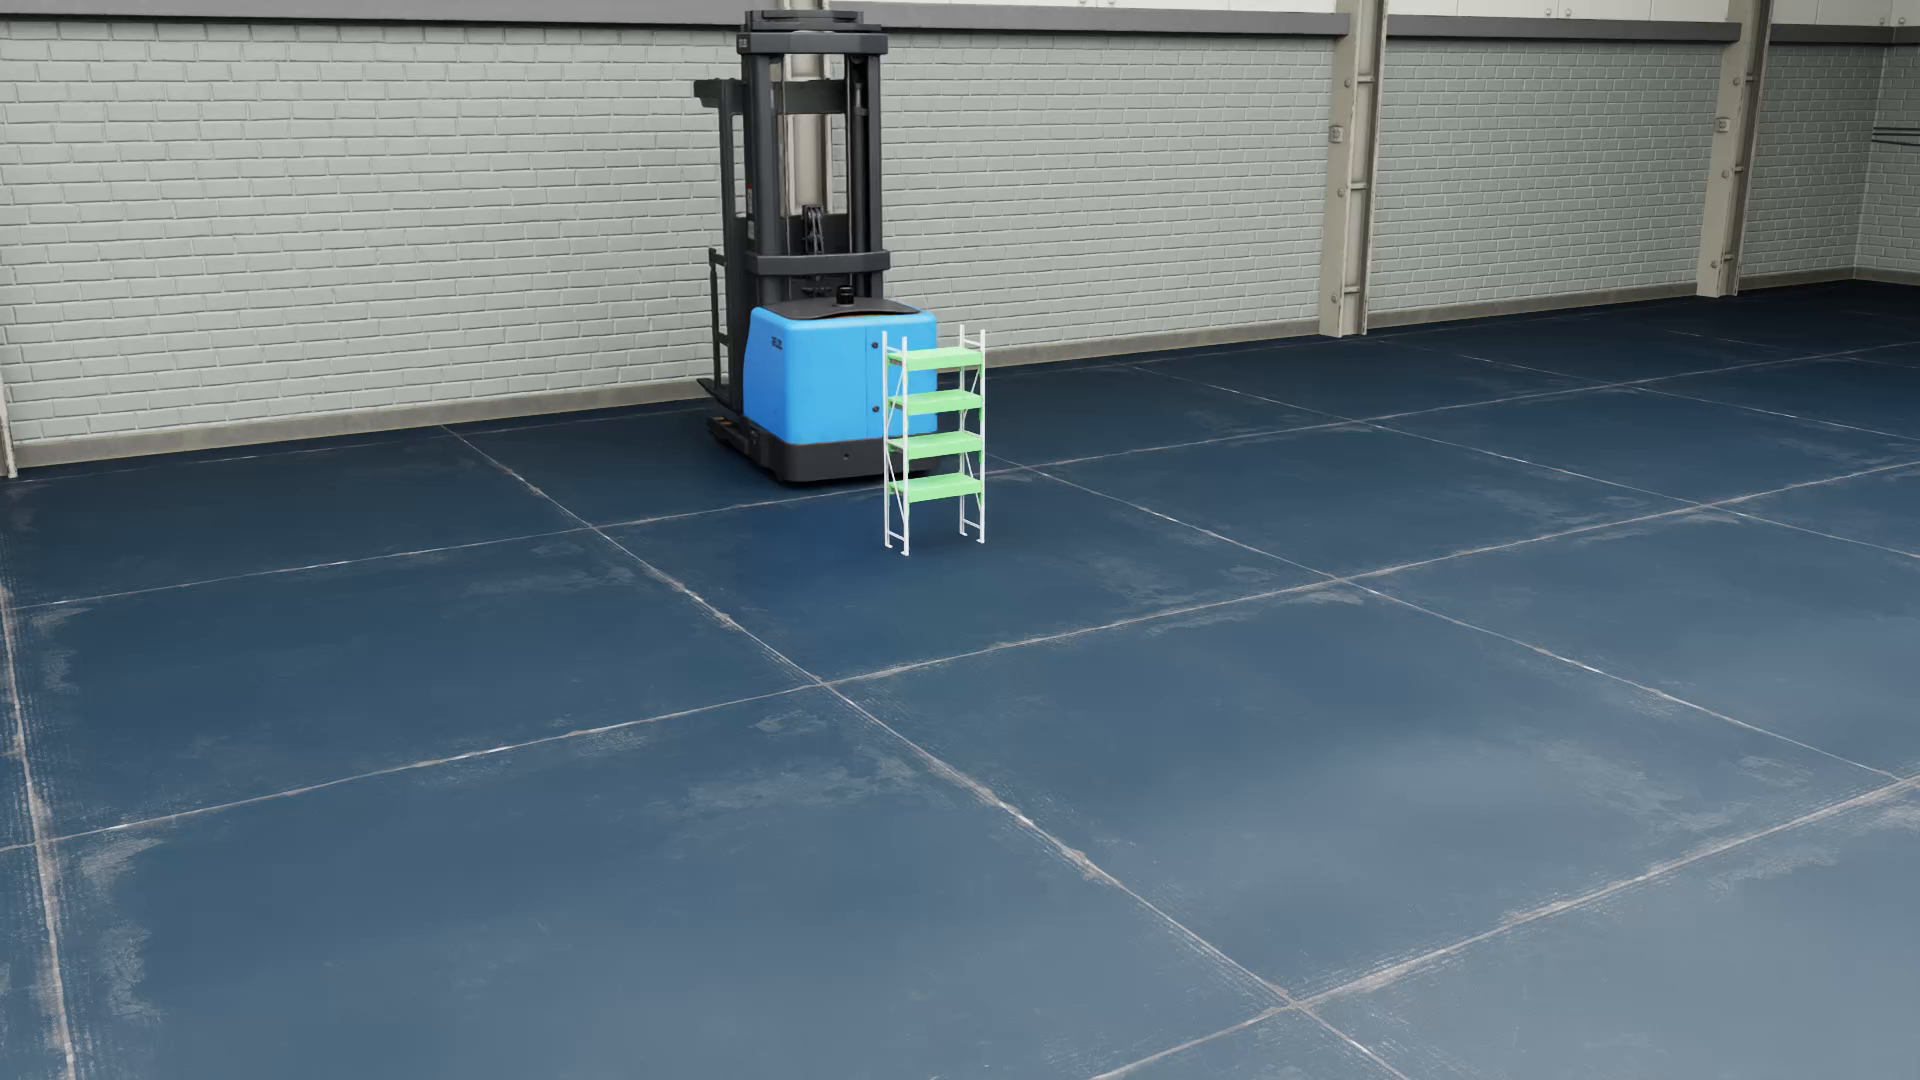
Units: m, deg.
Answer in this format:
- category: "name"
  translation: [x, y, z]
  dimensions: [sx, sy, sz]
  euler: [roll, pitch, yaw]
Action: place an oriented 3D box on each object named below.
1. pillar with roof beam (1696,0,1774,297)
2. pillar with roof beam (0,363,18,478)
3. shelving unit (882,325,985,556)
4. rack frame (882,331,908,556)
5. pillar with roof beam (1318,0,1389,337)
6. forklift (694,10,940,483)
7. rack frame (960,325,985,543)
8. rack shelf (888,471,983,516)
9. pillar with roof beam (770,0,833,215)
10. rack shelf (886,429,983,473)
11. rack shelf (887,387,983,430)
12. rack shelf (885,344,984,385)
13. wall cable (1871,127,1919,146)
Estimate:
- category: "pillar with roof beam"
  translation: [11.231, -6.261, 15.072]
  dimensions: [0.400, 9.000, 9.100]
  euler: [-9, 18, -30]
- category: "pillar with roof beam"
  translation: [-4.198, -3.759, 6.146]
  dimensions: [0.400, 9.000, 9.100]
  euler: [-9, 18, -30]
- category: "shelving unit"
  translation: [-0.142, -0.555, 9.166]
  dimensions: [0.503, 1.200, 0.258]
  euler: [-9, 18, -30]
- category: "rack frame"
  translation: [-0.351, -0.521, 9.045]
  dimensions: [0.015, 1.200, 0.240]
  euler: [-9, 18, -30]
- category: "pillar with roof beam"
  translation: [6.088, -5.427, 12.097]
  dimensions: [0.400, 9.000, 9.100]
  euler: [-9, 18, -30]
- category: "forklift"
  translation: [-1.174, -2.129, 11.573]
  dimensions: [1.130, 2.935, 3.031]
  euler: [-7, 17, -22]
- category: "rack frame"
  translation: [0.067, -0.589, 9.287]
  dimensions: [0.015, 1.200, 0.240]
  euler: [-9, 18, -30]
- category: "rack shelf"
  translation: [-0.142, -0.262, 9.248]
  dimensions: [0.480, 0.148, 0.258]
  euler: [-9, 18, -30]
- category: "pillar with roof beam"
  translation: [0.945, -4.593, 9.122]
  dimensions: [0.400, 9.000, 9.100]
  euler: [-9, 18, -30]
- category: "rack shelf"
  translation: [-0.142, -0.493, 9.183]
  dimensions: [0.480, 0.148, 0.258]
  euler: [-9, 18, -30]
- category: "rack shelf"
  translation: [-0.142, -0.724, 9.118]
  dimensions: [0.480, 0.148, 0.258]
  euler: [-9, 18, -30]
- category: "rack shelf"
  translation: [-0.142, -0.955, 9.053]
  dimensions: [0.480, 0.148, 0.258]
  euler: [-9, 18, -30]
- category: "wall cable"
  translation: [12.221, -5.865, 19.414]
  dimensions: [0.112, 2.526, 3.097]
  euler: [-9, 18, -30]
